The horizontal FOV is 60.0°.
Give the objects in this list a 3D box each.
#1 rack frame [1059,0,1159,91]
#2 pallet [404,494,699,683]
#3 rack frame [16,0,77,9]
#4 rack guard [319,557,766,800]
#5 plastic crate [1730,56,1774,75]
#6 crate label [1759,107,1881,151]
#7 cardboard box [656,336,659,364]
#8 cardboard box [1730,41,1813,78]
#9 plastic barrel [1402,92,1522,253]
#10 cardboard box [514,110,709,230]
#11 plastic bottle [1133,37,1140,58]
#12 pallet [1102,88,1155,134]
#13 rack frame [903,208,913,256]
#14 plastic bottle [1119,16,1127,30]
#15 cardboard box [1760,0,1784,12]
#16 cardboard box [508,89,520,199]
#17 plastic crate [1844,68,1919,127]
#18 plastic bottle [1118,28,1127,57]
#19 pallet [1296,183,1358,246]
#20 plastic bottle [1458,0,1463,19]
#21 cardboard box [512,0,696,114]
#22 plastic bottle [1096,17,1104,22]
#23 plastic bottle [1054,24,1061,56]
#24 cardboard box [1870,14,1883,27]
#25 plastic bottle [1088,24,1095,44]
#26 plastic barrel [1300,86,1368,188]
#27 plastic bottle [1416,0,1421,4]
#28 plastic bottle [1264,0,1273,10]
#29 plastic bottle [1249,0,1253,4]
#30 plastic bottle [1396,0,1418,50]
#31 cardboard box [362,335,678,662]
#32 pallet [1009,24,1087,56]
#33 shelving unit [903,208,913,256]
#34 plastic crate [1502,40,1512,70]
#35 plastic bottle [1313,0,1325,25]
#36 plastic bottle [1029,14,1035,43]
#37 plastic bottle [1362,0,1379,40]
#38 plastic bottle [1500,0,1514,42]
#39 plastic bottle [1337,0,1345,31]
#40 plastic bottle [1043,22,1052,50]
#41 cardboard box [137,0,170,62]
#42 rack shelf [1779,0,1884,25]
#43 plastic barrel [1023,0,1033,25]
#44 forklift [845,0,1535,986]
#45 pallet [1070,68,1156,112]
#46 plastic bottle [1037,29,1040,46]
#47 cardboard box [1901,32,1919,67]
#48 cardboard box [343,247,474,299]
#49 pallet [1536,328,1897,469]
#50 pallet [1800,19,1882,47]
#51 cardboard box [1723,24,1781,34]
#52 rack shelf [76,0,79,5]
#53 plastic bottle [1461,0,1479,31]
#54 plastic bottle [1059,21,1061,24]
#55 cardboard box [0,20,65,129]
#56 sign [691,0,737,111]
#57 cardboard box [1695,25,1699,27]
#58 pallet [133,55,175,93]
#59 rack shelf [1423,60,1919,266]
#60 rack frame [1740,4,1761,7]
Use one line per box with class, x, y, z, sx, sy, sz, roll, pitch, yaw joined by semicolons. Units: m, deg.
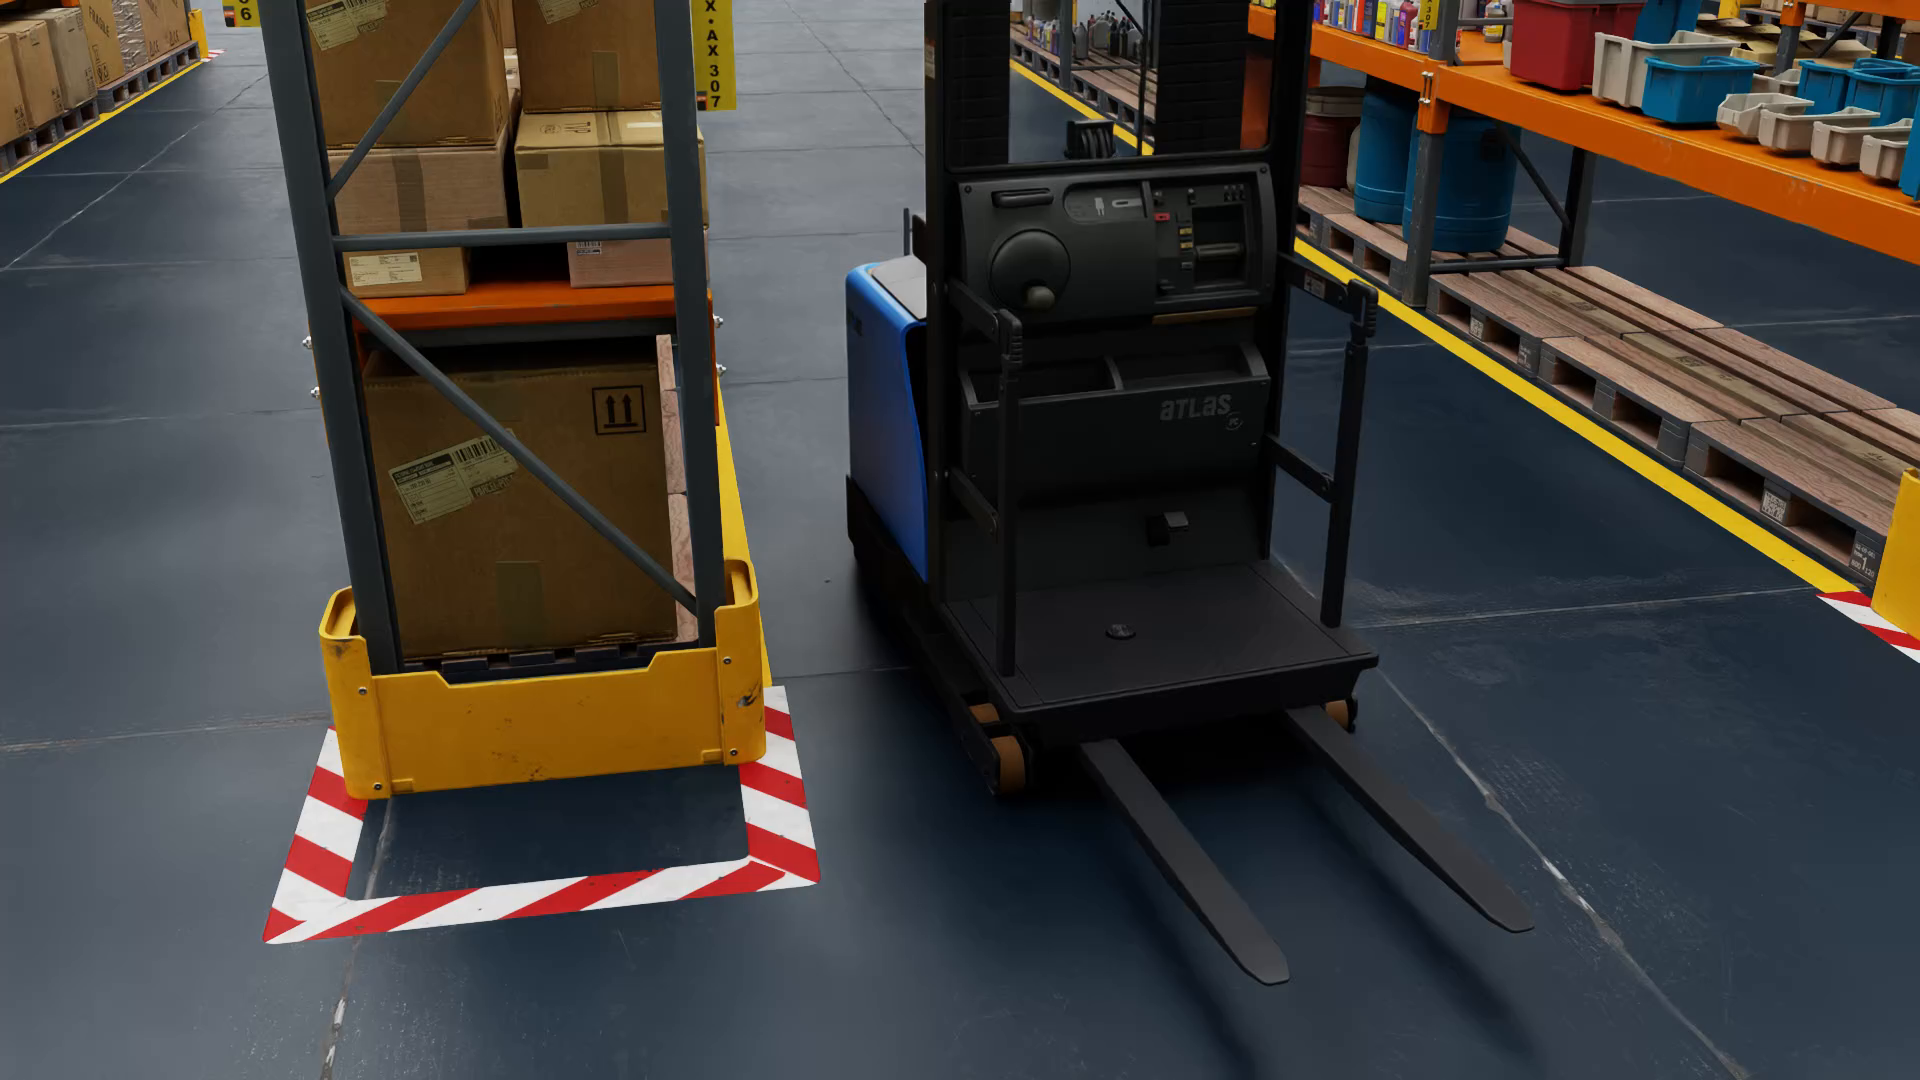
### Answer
rack frame;1.484;-5.857;15.913;1.000;3.000;0.127;-4;24;-10
pallet;-1.389;0.199;5.531;1.003;0.211;1.213;-4;24;-10
rack frame;-8.276;-5.163;14.324;1.000;3.000;0.127;-4;24;-10
rack guard;-1.160;0.384;4.745;1.175;0.500;0.348;-4;24;-10
plastic crate;3.435;-2.191;7.789;0.437;0.125;0.590;-4;24;-10
crate label;3.260;-1.574;6.360;0.396;0.136;0.243;-4;24;-10
cardboard box;-1.860;-1.297;7.602;0.875;0.875;0.875;-4;24;-10
cardboard box;6.754;-4.026;13.931;0.500;0.311;0.500;-4;24;-8
plastic barrel;2.880;-2.156;9.537;0.600;0.901;0.708;-4;24;-10
cardboard box;-0.988;-1.047;4.715;0.500;0.250;0.500;-5;24;-11
plastic bottle;1.819;-5.014;16.929;0.097;0.201;0.097;0;24;0
pallet;1.897;-3.792;14.669;1.003;0.211;1.213;-4;24;-10
rack frame;-0.089;-0.659;6.260;0.240;1.200;0.006;-7;25;-16
plastic bottle;1.708;-5.267;17.322;0.144;0.351;0.185;-5;24;-12
cardboard box;10.520;-6.854;21.006;0.500;0.311;0.500;-7;25;-16
cardboard box;-1.608;-1.209;5.085;0.500;0.250;0.500;-5;24;-11
plastic crate;3.738;-1.727;6.591;0.416;0.233;0.300;-4;24;-10
plastic bottle;1.665;-5.089;16.998;0.061;0.283;0.133;-4;24;-10
pallet;2.633;-2.220;11.069;1.003;0.211;1.213;-4;24;-10
plastic bottle;2.932;-3.217;10.022;0.152;0.276;0.135;-4;24;-10
cardboard box;-1.080;-1.587;5.015;0.500;0.500;0.500;-5;24;-11
plastic bottle;1.561;-5.538;18.036;0.152;0.276;0.135;-5;24;-11
plastic bottle;1.047;-5.152;17.059;0.144;0.351;0.185;-6;24;-12
cardboard box;10.945;-6.116;19.518;0.380;0.149;0.250;-6;24;-14
plastic bottle;1.441;-5.487;18.013;0.097;0.201;0.097;0;24;0
plastic barrel;2.540;-2.736;11.254;0.600;0.588;0.708;-4;24;-10
plastic bottle;2.614;-3.036;9.515;0.144;0.351;0.185;-4;24;-10
plastic bottle;2.095;-3.707;11.136;0.061;0.283;0.133;-4;24;-10
plastic bottle;2.072;-3.851;11.474;0.152;0.276;0.135;-4;24;-10
plastic bottle;2.486;-2.876;9.232;0.061;0.283;0.133;-4;24;-10
cardboard box;-1.361;-0.235;5.170;0.875;0.875;0.875;-4;24;-10
pallet;0.950;-5.806;19.280;1.003;0.211;1.213;-4;24;-10
shelving unit;-0.062;-0.624;6.180;0.258;1.200;0.189;-7;25;-16
plastic crate;2.909;-2.423;8.305;0.396;0.136;0.243;-4;24;-10
plastic bottle;2.257;-3.362;10.345;0.061;0.283;0.133;-4;24;-10
plastic bottle;0.798;-5.561;18.078;0.061;0.283;0.133;-4;24;-9
plastic bottle;2.438;-3.098;9.657;0.144;0.351;0.185;-4;24;-10
plastic bottle;3.185;-3.008;9.544;0.152;0.276;0.135;-4;24;-10
plastic bottle;2.339;-3.189;10.052;0.097;0.201;0.097;0;24;0
plastic bottle;0.961;-5.309;17.512;0.152;0.276;0.135;-4;24;-9
cardboard box;-8.661;-5.348;16.876;0.875;0.875;0.875;-5;24;-11
rack shelf;6.723;-5.106;15.092;1.077;0.370;4.000;-4;24;-10
plastic barrel;0.942;-6.230;19.349;0.421;0.512;0.421;0;24;0
forklift;0.515;-0.812;4.448;1.130;2.935;3.031;-7;25;-16
pallet;1.668;-4.273;15.770;1.003;0.211;1.213;-4;24;-10
plastic bottle;0.874;-5.400;17.814;0.097;0.201;0.097;0;24;0
cardboard box;7.511;-3.676;12.556;0.500;0.250;0.500;-3;24;-8
cardboard box;-1.554;-0.771;4.582;0.380;0.149;0.250;-4;24;-9
pallet;3.367;-0.665;7.510;1.003;0.211;1.213;-4;24;-10
pallet;10.833;-6.055;19.850;1.003;0.211;1.213;-4;24;-10
cardboard box;7.087;-4.473;14.953;0.500;0.311;0.500;-5;24;-11
rack shelf;-8.646;-5.620;16.269;1.077;0.370;4.000;-4;24;-10
plastic bottle;3.081;-3.228;10.048;0.152;0.276;0.135;-4;24;-10
plastic bottle;1.065;-5.321;17.529;0.061;0.283;0.133;-4;24;-10
cardboard box;-7.898;-3.707;13.277;1.050;0.750;0.750;-4;24;-10
sign;-0.618;-1.242;4.166;0.100;0.325;0.005;-4;24;-10
cardboard box;6.470;-4.626;15.304;0.500;0.311;0.500;-4;24;-8
pallet;-8.569;-4.671;16.681;1.003;0.211;1.213;-4;24;-10
rack shelf;3.334;-1.594;7.051;1.077;0.370;4.000;-4;24;-10
rack frame;10.481;-8.164;21.194;1.000;3.000;0.127;-4;24;-10
